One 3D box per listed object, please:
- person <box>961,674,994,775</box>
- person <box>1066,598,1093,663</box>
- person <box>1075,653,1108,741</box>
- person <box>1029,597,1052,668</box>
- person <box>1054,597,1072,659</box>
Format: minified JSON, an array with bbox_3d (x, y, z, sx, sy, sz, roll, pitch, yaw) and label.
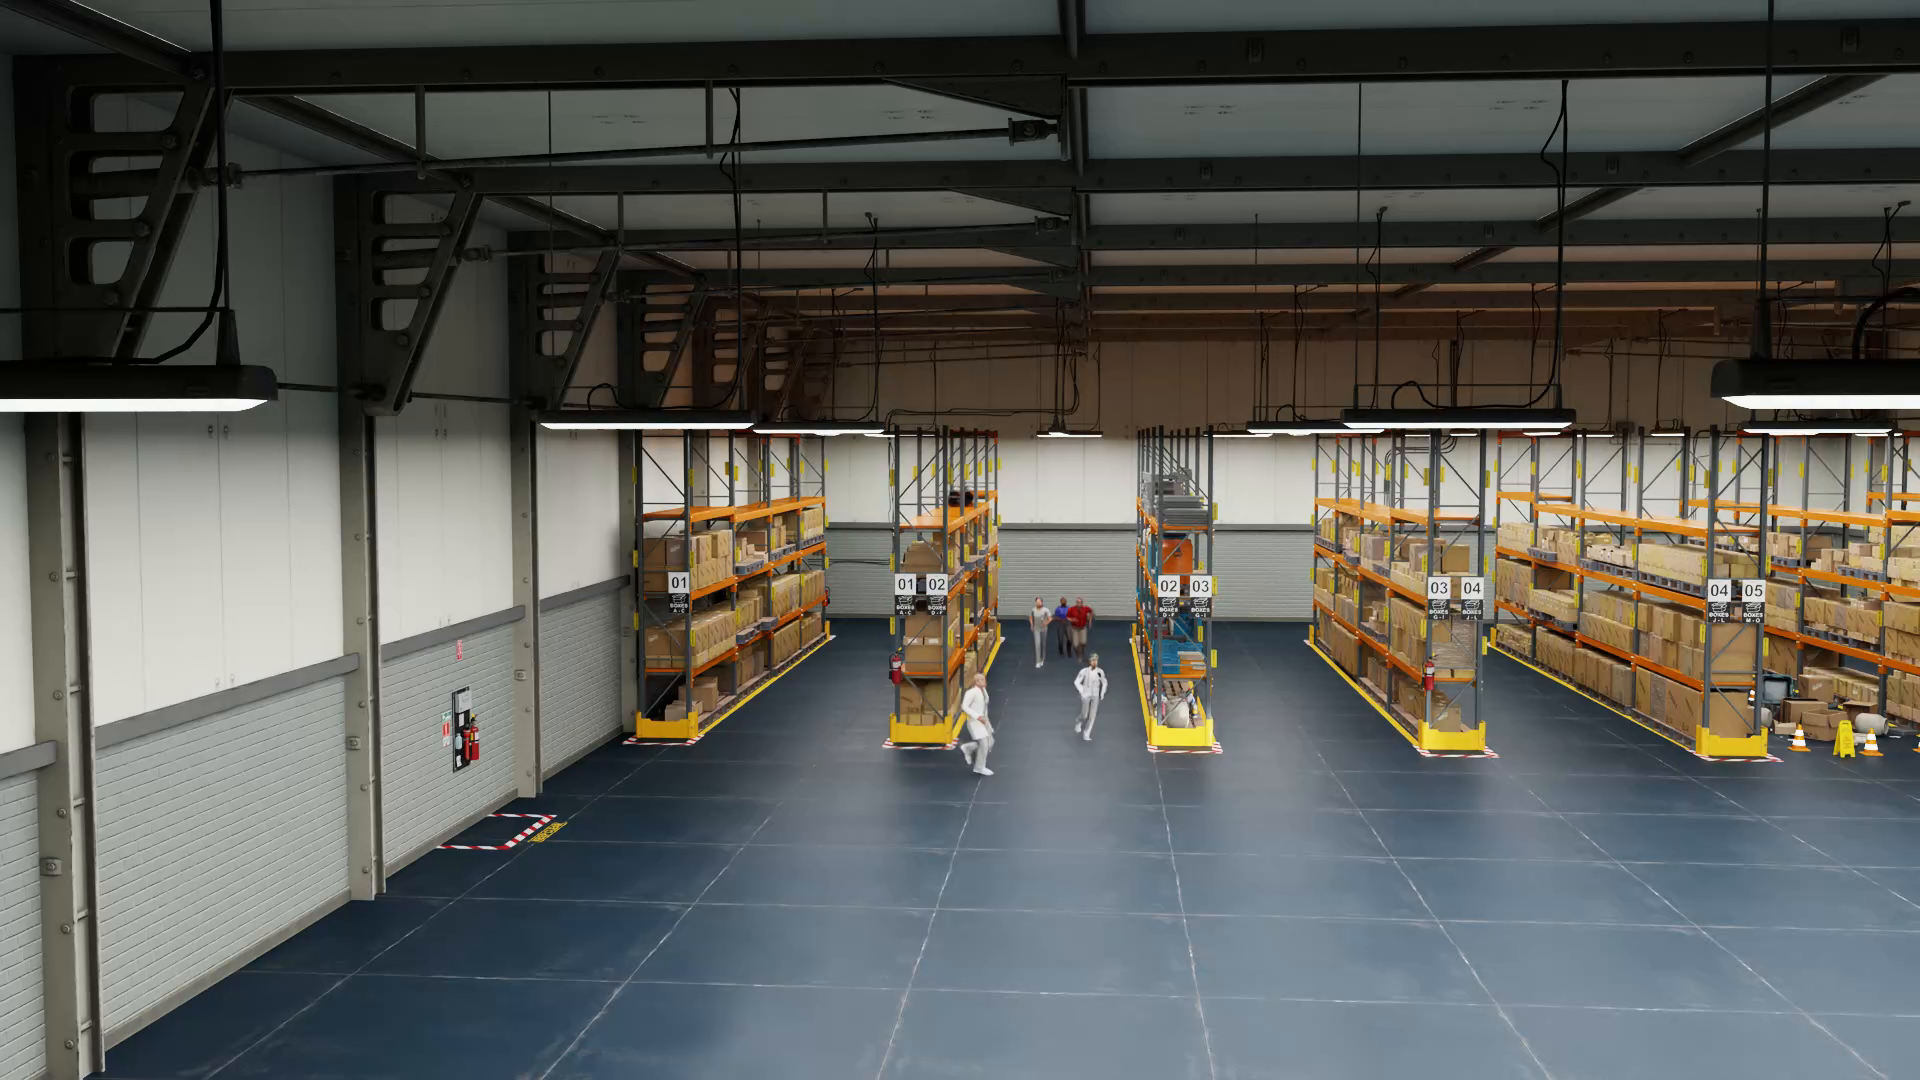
[{"bbox_3d":[0.262,3.148,28.519,0.627,1.737,0.729,2,4,32],"label":"person"},{"bbox_3d":[2.914,2.203,40.484,0.652,1.627,0.774,0,3,5],"label":"person"},{"bbox_3d":[2.522,2.984,31.898,0.648,1.648,0.601,-1,3,-11],"label":"person"},{"bbox_3d":[1.943,2.214,40.072,0.562,1.692,0.845,0,3,7],"label":"person"},{"bbox_3d":[2.741,2.339,43.348,0.569,1.538,0.655,0,3,-5],"label":"person"}]
